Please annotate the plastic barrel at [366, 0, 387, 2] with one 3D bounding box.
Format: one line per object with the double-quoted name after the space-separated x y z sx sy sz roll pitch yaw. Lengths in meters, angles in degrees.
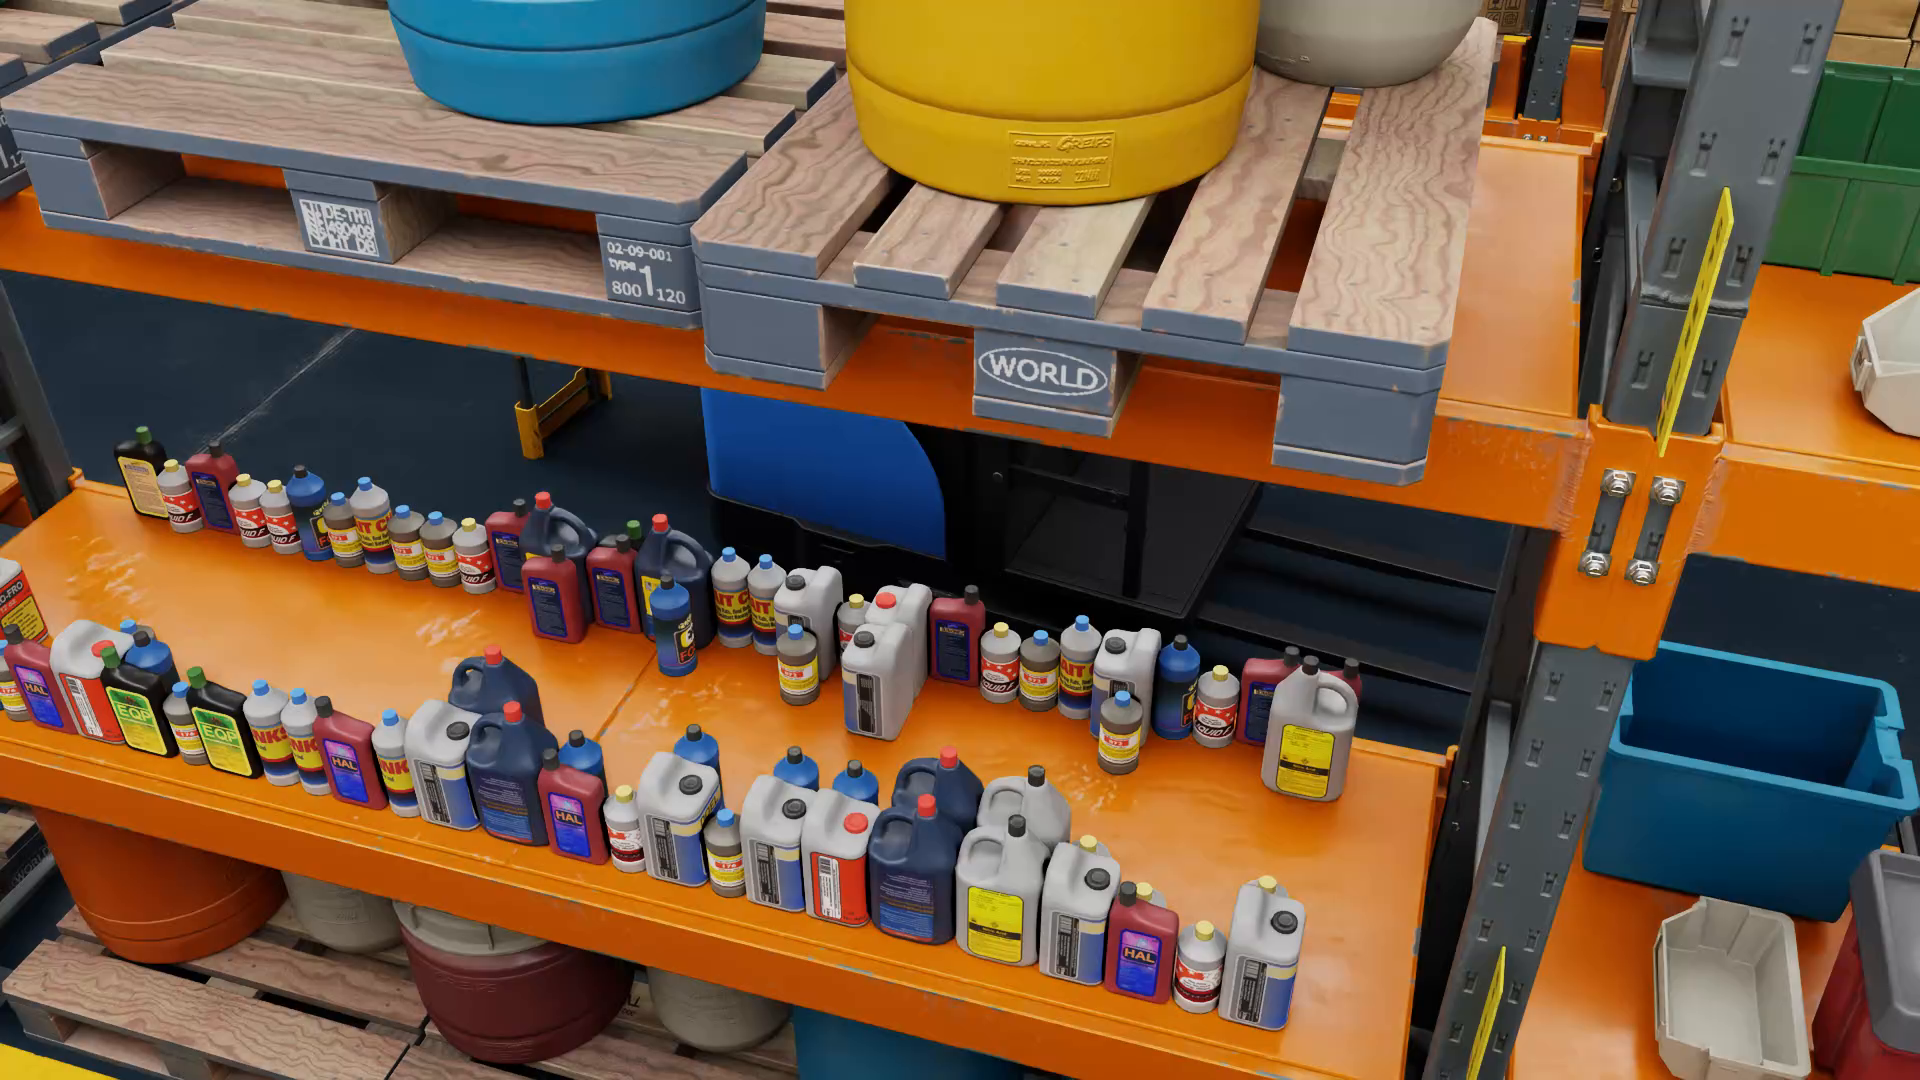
-1.017 -1.272 2.948 0.433 0.535 0.433 0 36 0 "plastic barrel"

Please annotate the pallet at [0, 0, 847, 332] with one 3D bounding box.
-0.797 -0.775 2.901 1.213 0.211 1.003 10 38 14 "pallet"

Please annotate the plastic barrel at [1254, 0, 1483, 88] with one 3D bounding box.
0.636 -1.028 2.616 0.433 0.535 0.433 0 36 0 "plastic barrel"

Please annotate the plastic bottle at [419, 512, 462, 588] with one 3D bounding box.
-1.359 0.017 4.364 0.097 0.201 0.097 0 36 0 "plastic bottle"

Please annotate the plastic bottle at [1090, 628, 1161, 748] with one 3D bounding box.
0.386 0.327 3.880 0.135 0.276 0.152 10 38 14 "plastic bottle"

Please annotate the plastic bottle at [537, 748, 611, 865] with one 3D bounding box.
-0.824 0.566 3.549 0.133 0.283 0.061 10 38 14 "plastic bottle"

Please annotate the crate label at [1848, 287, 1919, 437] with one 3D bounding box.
1.444 -0.213 2.200 0.466 0.136 0.293 10 38 14 "crate label"

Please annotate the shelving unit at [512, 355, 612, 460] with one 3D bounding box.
-1.297 -0.995 6.837 1.083 1.500 0.587 15 39 19 "shelving unit"

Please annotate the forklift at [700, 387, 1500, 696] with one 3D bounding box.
0.568 -1.026 5.671 3.031 2.935 1.130 15 39 20 "forklift"

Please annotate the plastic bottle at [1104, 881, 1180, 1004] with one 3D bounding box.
0.356 0.784 3.252 0.133 0.283 0.061 10 38 14 "plastic bottle"

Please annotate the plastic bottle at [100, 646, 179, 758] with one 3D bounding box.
-1.882 0.370 3.815 0.133 0.283 0.061 10 38 14 "plastic bottle"

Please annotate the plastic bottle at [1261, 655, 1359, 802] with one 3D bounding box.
0.785 0.406 3.709 0.185 0.351 0.144 10 38 14 "plastic bottle"

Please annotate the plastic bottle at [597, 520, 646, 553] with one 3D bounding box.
-0.847 0.068 4.226 0.133 0.283 0.061 10 38 14 "plastic bottle"

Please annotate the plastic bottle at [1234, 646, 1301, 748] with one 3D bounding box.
0.713 0.356 3.834 0.133 0.283 0.061 10 38 14 "plastic bottle"

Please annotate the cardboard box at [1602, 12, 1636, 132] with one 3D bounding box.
2.949 -1.959 6.796 0.500 0.500 0.500 11 38 15 "cardboard box"

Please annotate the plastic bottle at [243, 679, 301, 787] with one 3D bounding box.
-1.546 0.425 3.750 0.097 0.271 0.097 0 36 0 "plastic bottle"

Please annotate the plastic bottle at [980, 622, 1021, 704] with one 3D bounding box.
0.098 0.287 3.998 0.097 0.201 0.097 0 36 0 "plastic bottle"

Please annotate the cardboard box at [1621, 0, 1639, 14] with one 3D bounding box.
2.910 -2.363 6.503 0.500 0.500 0.500 11 38 15 "cardboard box"

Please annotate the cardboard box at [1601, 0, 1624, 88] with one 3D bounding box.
3.098 -2.260 7.206 0.500 0.500 0.500 11 38 15 "cardboard box"

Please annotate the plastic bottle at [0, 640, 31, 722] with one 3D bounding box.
-2.243 0.325 3.946 0.097 0.201 0.097 0 36 0 "plastic bottle"

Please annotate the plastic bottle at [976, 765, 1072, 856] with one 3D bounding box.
0.131 0.600 3.446 0.185 0.351 0.144 10 38 14 "plastic bottle"

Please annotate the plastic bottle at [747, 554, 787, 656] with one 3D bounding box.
-0.473 0.153 4.120 0.097 0.271 0.097 0 36 0 "plastic bottle"

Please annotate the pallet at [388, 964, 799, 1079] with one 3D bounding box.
-0.829 1.388 4.686 1.213 0.211 1.003 10 38 14 "pallet"

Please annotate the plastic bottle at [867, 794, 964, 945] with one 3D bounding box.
-0.088 0.649 3.379 0.185 0.351 0.144 10 38 14 "plastic bottle"

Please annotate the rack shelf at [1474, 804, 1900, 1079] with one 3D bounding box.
2.972 1.282 3.084 4.000 0.370 1.077 10 38 14 "rack shelf"

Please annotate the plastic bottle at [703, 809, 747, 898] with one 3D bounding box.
-0.487 0.650 3.504 0.097 0.201 0.097 0 36 0 "plastic bottle"

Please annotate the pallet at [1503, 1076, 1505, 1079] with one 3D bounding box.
1.777 1.870 4.031 1.213 0.211 1.003 10 38 14 "pallet"

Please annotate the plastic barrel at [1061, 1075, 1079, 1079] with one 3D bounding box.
0.549 1.209 3.992 0.708 0.901 0.600 10 38 14 "plastic barrel"

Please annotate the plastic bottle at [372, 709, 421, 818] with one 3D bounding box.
-1.233 0.483 3.671 0.097 0.271 0.097 0 36 0 "plastic bottle"

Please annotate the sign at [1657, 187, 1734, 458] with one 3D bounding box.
0.898 -0.262 2.037 0.005 0.325 0.100 10 38 14 "sign"

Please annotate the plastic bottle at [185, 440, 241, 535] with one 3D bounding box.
-2.021 -0.150 4.522 0.133 0.283 0.061 10 38 14 "plastic bottle"

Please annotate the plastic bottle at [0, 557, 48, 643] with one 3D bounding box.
-2.393 0.155 4.113 0.135 0.276 0.152 10 38 14 "plastic bottle"

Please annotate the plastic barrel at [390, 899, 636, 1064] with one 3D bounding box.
-1.205 1.011 4.526 0.708 0.588 0.600 10 38 14 "plastic barrel"

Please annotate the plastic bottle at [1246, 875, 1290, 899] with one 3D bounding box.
0.610 0.759 3.356 0.097 0.201 0.097 0 36 0 "plastic bottle"

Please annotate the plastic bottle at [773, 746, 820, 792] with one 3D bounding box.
-0.348 0.553 3.577 0.097 0.271 0.097 0 36 0 "plastic bottle"

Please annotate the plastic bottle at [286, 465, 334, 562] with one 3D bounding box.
-1.731 -0.080 4.437 0.097 0.271 0.097 0 36 0 "plastic bottle"

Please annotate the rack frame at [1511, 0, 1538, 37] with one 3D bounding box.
4.018 -4.966 10.967 0.127 3.000 1.000 10 38 14 "rack frame"

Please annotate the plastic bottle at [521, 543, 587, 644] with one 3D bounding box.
-1.017 0.126 4.147 0.133 0.283 0.061 10 38 14 "plastic bottle"

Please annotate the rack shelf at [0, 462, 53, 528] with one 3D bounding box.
-4.664 -0.132 5.005 4.000 0.370 1.077 10 38 14 "rack shelf"

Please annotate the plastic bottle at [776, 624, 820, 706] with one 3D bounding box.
-0.389 0.291 3.992 0.097 0.201 0.097 0 36 0 "plastic bottle"

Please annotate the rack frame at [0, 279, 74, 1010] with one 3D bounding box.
-2.755 -0.068 4.312 0.127 3.000 1.000 10 38 14 "rack frame"

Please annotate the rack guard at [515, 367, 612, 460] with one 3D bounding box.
-1.750 -0.614 7.373 0.087 0.250 0.587 15 39 19 "rack guard"

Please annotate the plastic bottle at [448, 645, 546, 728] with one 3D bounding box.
-1.046 0.377 3.749 0.185 0.351 0.144 10 38 14 "plastic bottle"

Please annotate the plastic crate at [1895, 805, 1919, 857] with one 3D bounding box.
2.212 0.772 3.353 0.590 0.125 0.437 10 38 14 "plastic crate"
